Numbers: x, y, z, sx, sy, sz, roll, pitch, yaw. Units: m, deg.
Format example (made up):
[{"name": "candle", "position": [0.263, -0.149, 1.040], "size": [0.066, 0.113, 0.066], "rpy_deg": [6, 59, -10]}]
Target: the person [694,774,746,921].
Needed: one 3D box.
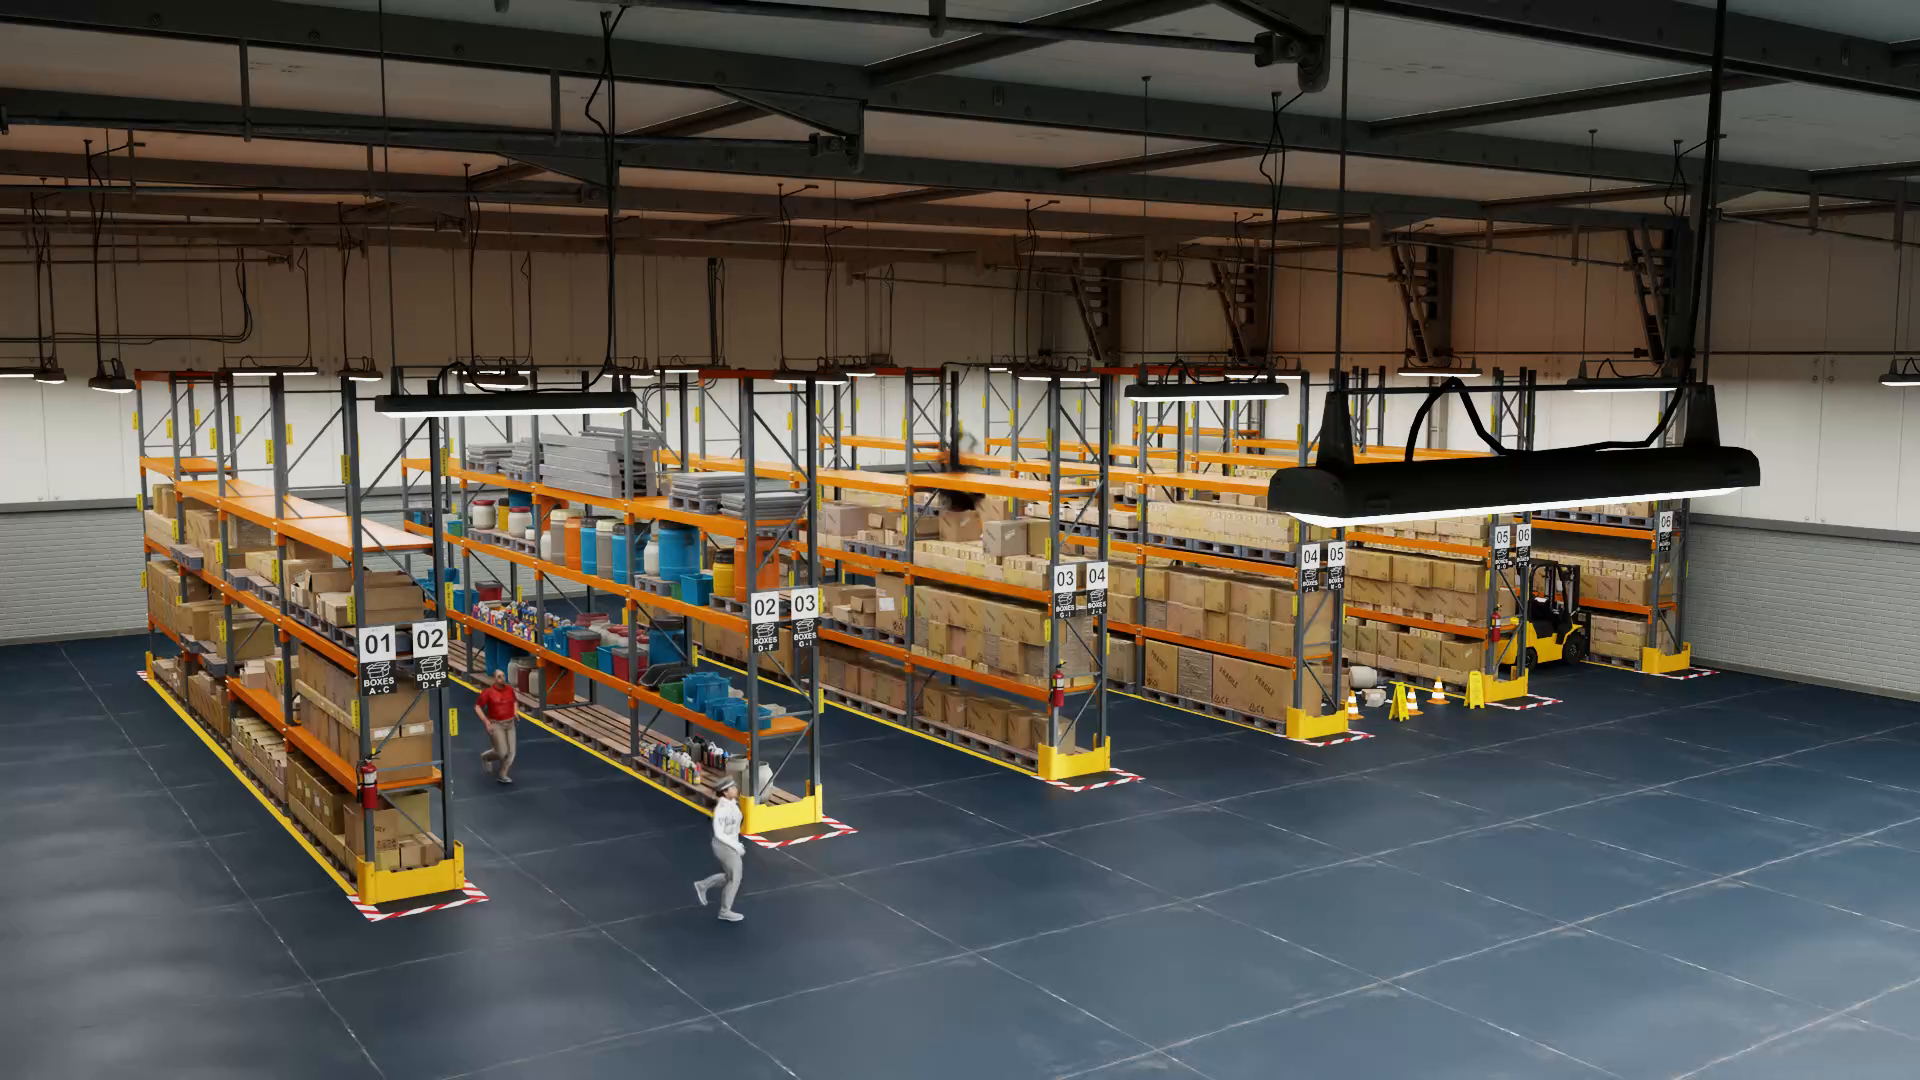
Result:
[{"name": "person", "position": [-2.664, 3.422, 18.562], "size": [0.598, 1.669, 0.631], "rpy_deg": [0, 6, 2]}]

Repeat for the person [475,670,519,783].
[{"name": "person", "position": [-6.749, 2.742, 24.470], "size": [0.544, 1.670, 0.651], "rpy_deg": [6, 9, 42]}]

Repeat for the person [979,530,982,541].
[{"name": "person", "position": [0.498, 0.429, 44.791], "size": [0.739, 1.716, 0.755], "rpy_deg": [-3, 7, -24]}]
